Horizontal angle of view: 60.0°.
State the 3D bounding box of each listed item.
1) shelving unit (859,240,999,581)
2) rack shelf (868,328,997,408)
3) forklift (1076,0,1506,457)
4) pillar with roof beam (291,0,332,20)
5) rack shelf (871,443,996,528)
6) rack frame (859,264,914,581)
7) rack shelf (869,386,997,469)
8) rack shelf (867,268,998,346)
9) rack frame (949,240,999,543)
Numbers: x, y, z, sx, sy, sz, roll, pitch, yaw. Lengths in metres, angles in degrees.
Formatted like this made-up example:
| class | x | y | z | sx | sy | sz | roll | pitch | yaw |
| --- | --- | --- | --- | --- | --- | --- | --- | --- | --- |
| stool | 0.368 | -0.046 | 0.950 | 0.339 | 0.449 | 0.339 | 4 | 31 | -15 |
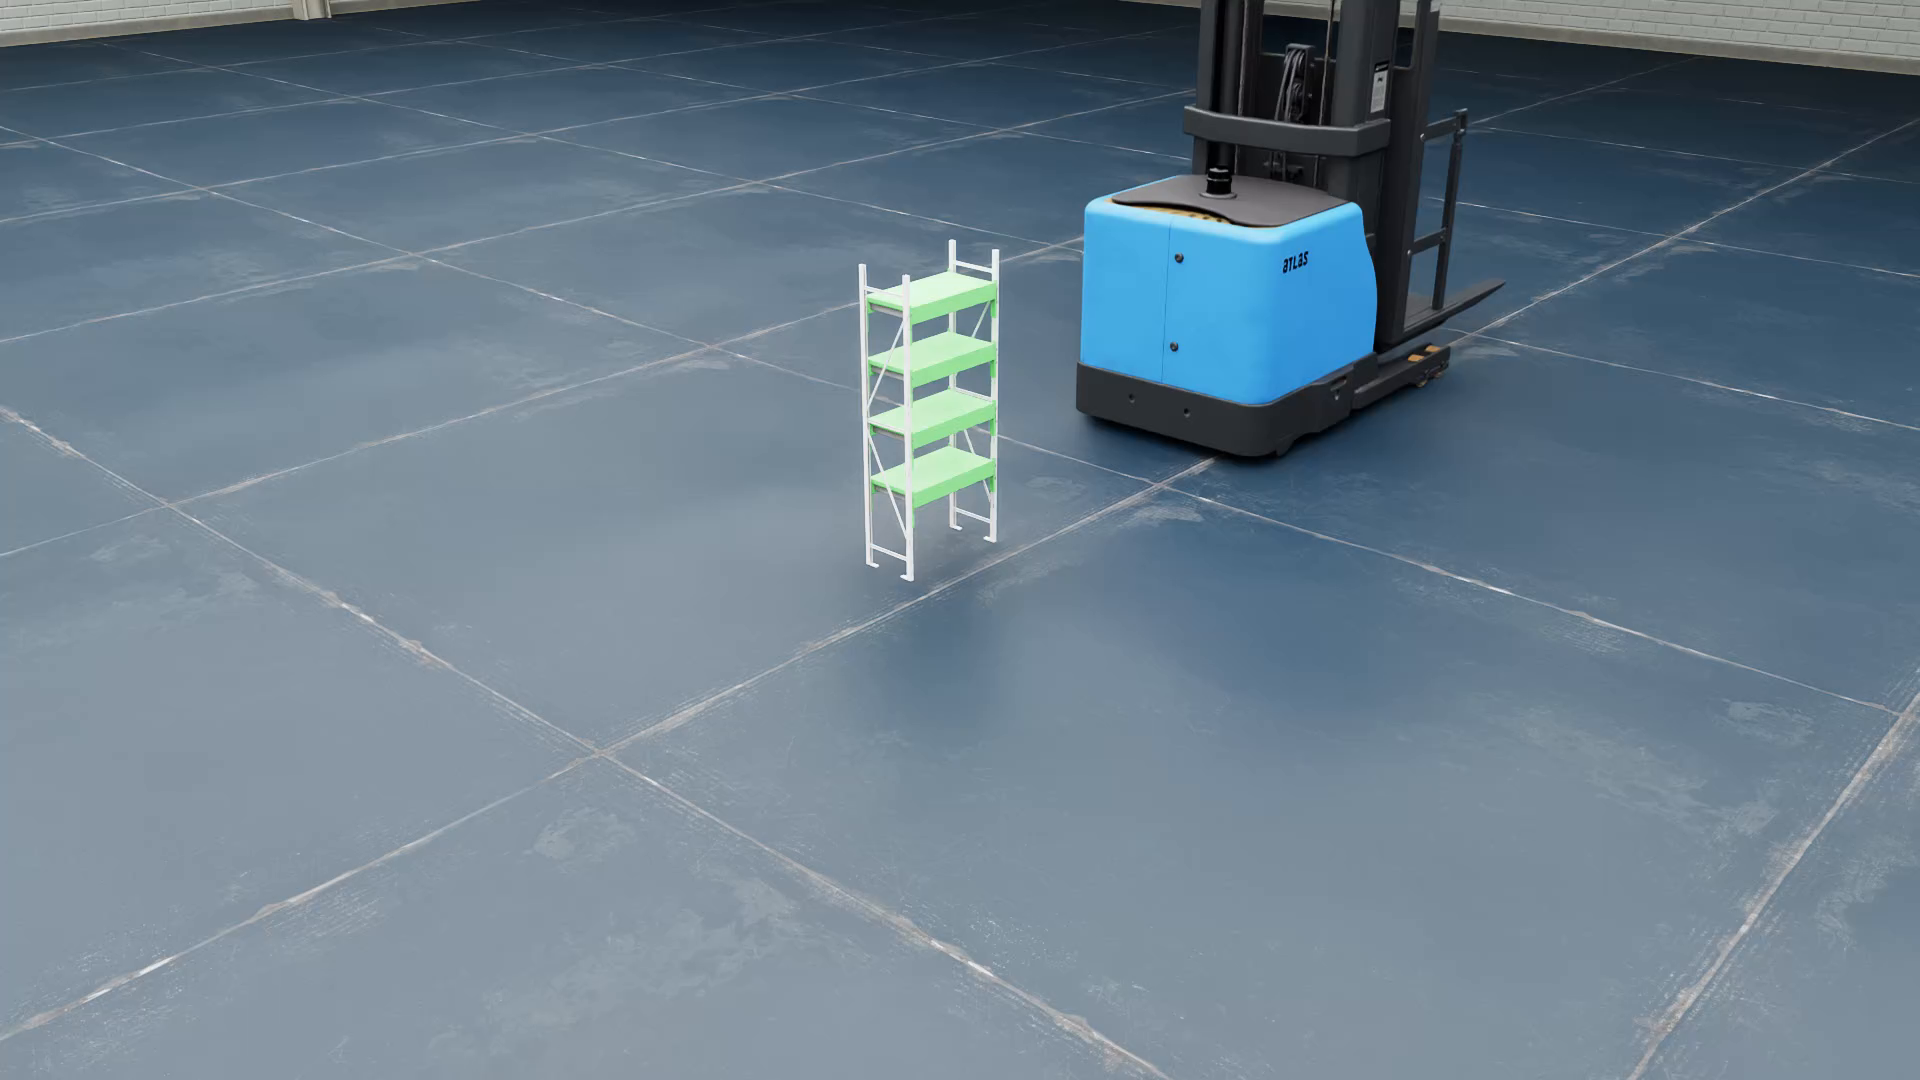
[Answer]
| class | x | y | z | sx | sy | sz | roll | pitch | yaw |
| --- | --- | --- | --- | --- | --- | --- | --- | --- | --- |
| shelving unit | -0.110 | -0.497 | 6.392 | 0.258 | 1.200 | 0.503 | 20 | 31 | 38 |
| rack shelf | -0.110 | -0.658 | 6.320 | 0.258 | 0.148 | 0.480 | 20 | 31 | 38 |
| forklift | 1.892 | -2.235 | 8.153 | 1.130 | 2.935 | 3.031 | 19 | 30 | 36 |
| pillar with roof beam | -5.562 | -10.002 | 18.059 | 9.100 | 9.000 | 0.400 | 20 | 31 | 38 |
| rack shelf | -0.110 | -0.220 | 6.516 | 0.258 | 0.148 | 0.480 | 20 | 31 | 38 |
| rack frame | -0.273 | -0.423 | 6.226 | 0.240 | 1.200 | 0.015 | 20 | 31 | 38 |
| rack shelf | -0.110 | -0.439 | 6.418 | 0.258 | 0.148 | 0.480 | 20 | 31 | 38 |
| rack shelf | -0.110 | -0.877 | 6.222 | 0.258 | 0.148 | 0.480 | 20 | 31 | 38 |
| rack frame | 0.052 | -0.571 | 6.558 | 0.240 | 1.200 | 0.015 | 20 | 31 | 38 |
